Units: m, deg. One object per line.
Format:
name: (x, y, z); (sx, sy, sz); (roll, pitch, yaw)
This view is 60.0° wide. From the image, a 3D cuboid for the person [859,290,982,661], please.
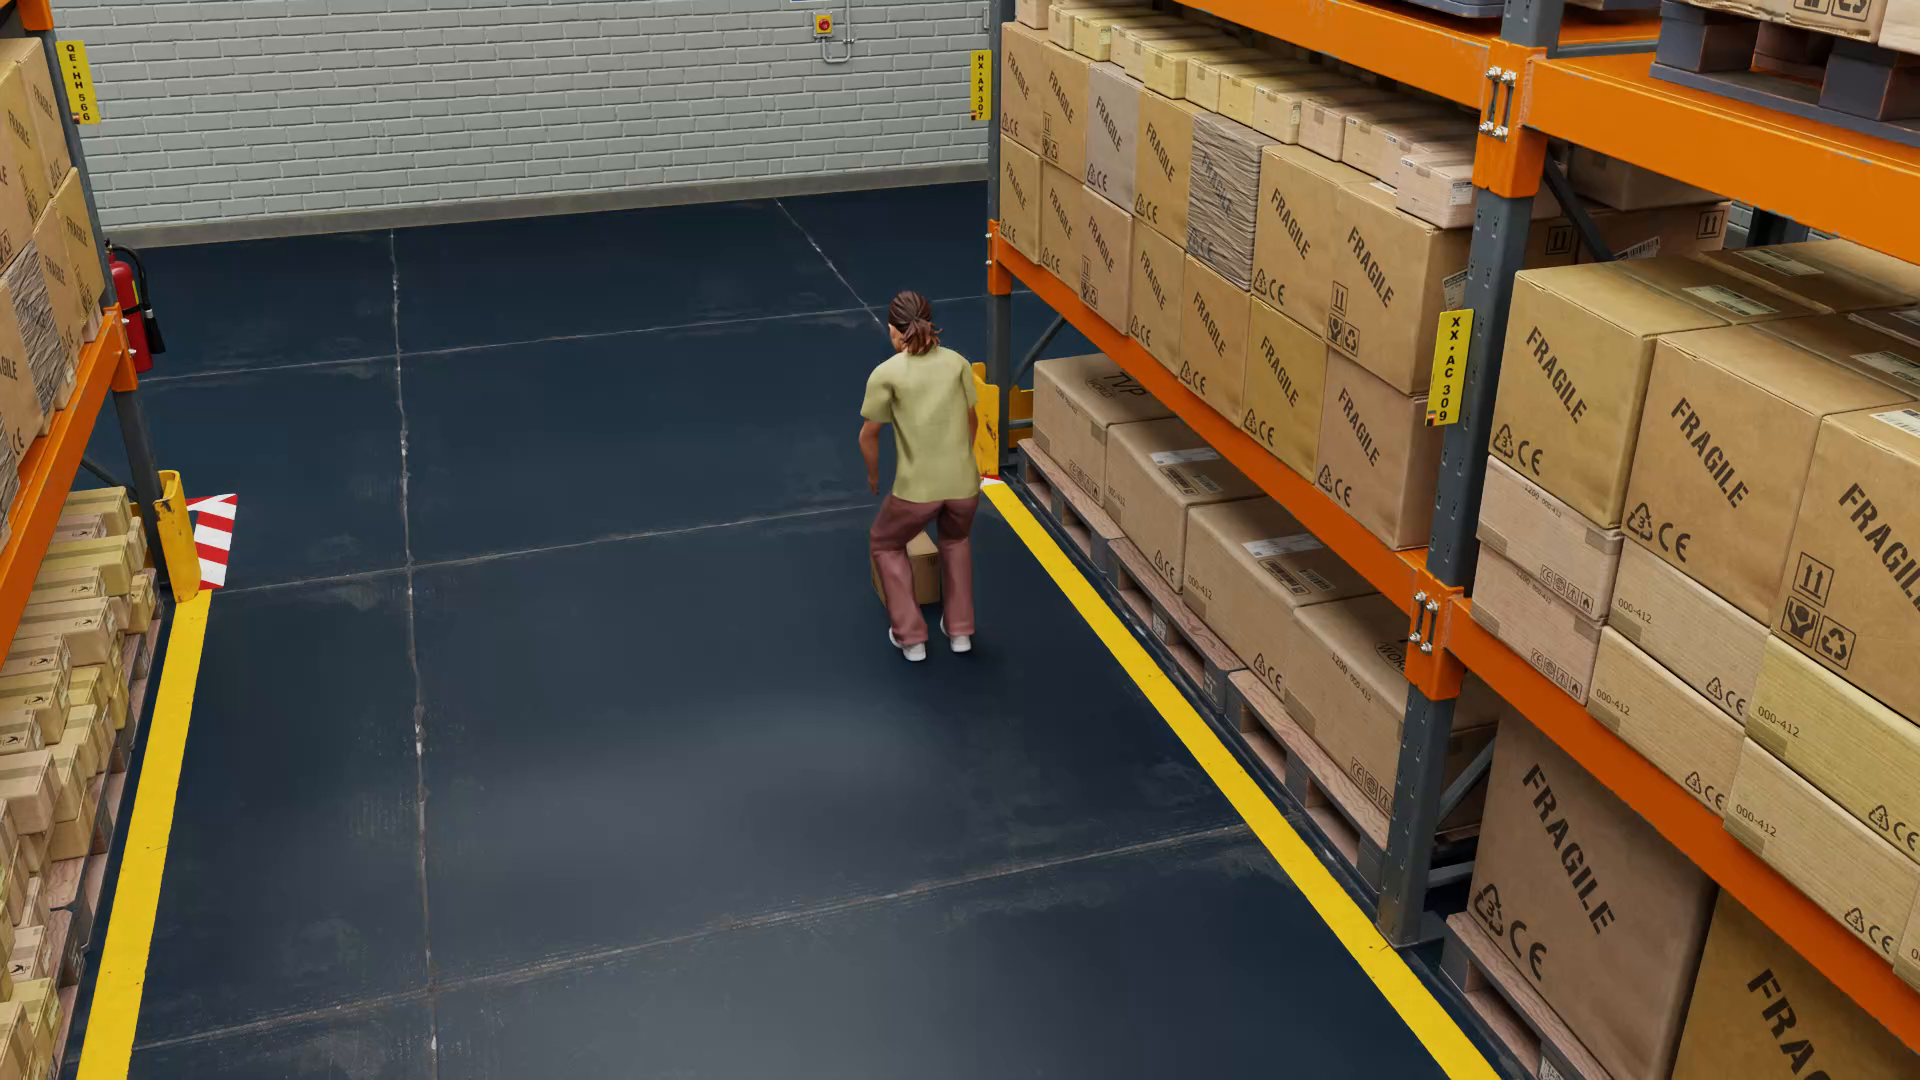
person: (-0.159, -0.241, 6.790); (0.498, 1.515, 0.532); (-7, 27, -14)
